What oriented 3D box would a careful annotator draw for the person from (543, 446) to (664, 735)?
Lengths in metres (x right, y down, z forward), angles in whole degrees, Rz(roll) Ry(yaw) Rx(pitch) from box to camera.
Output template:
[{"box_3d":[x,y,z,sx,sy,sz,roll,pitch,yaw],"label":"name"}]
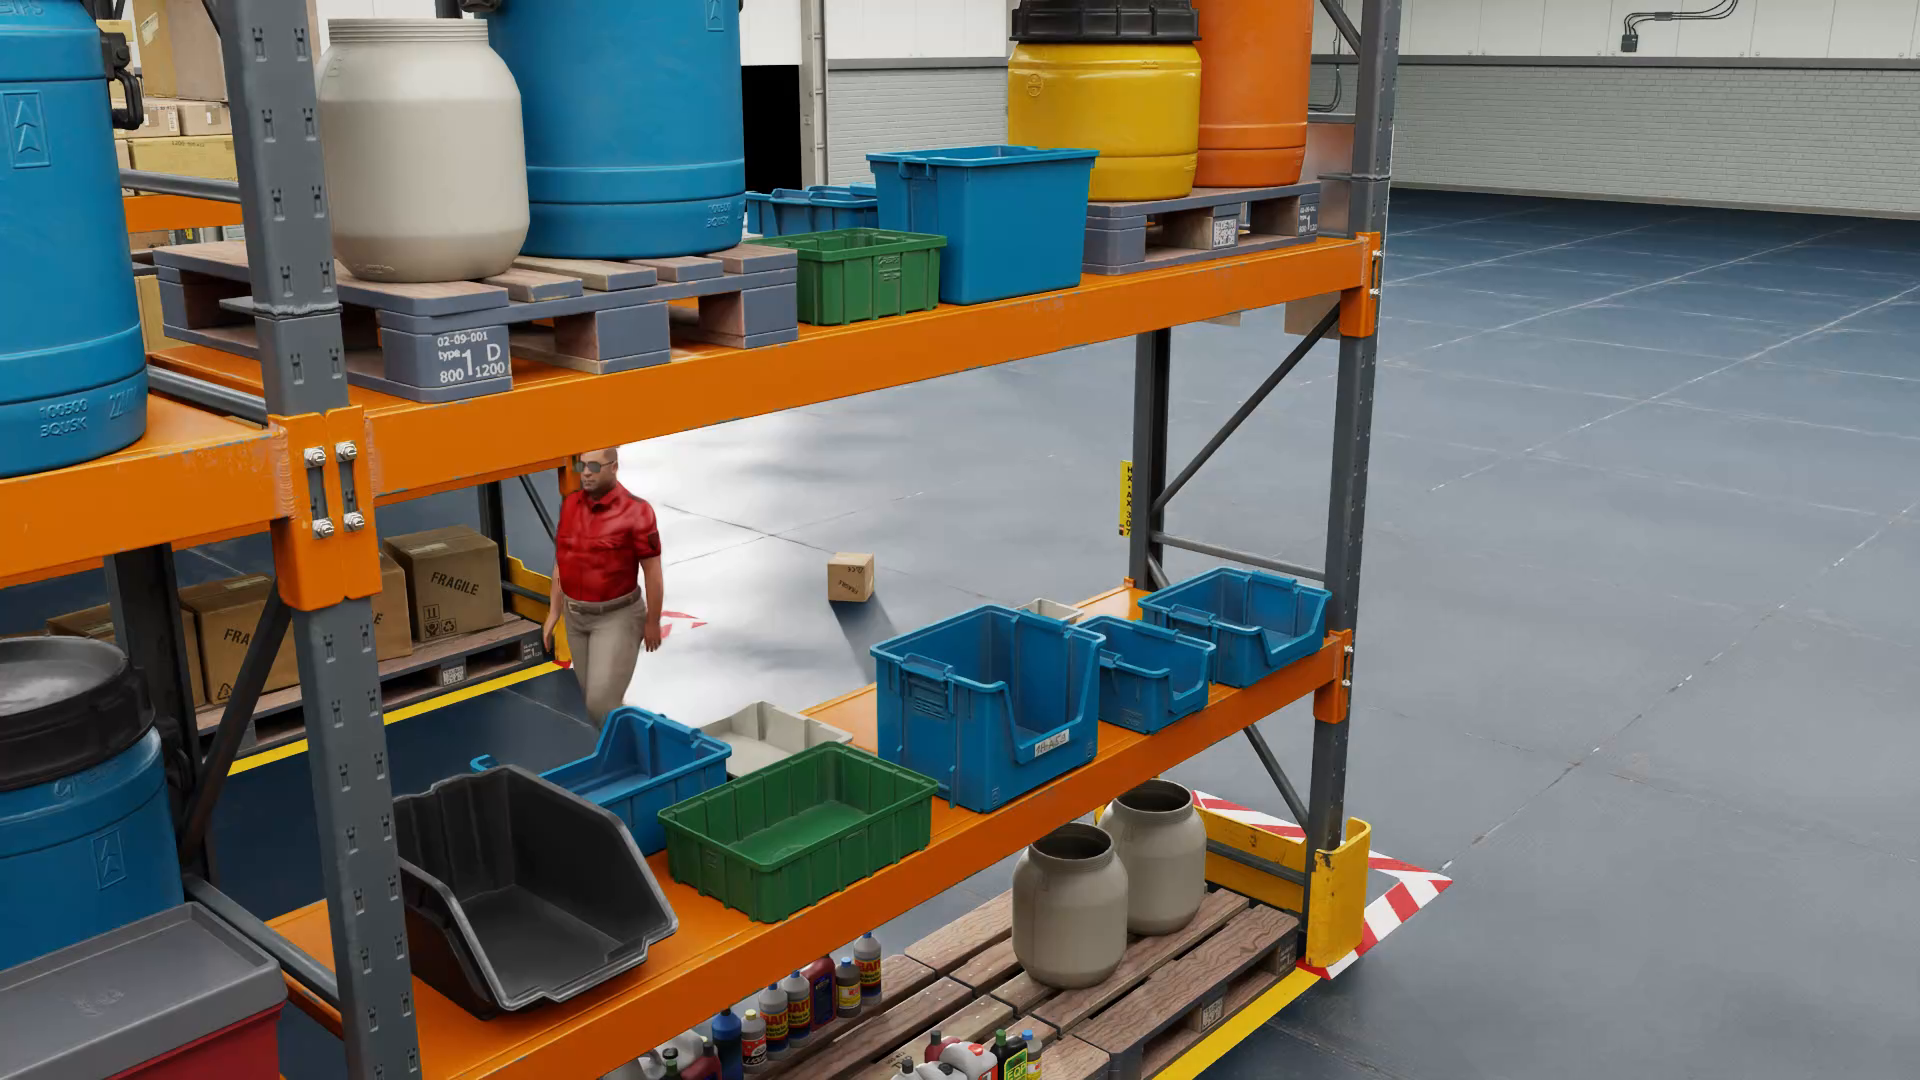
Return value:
[{"box_3d":[-1.684,0.416,7.715,0.535,1.778,0.468,10,19,30],"label":"person"}]
